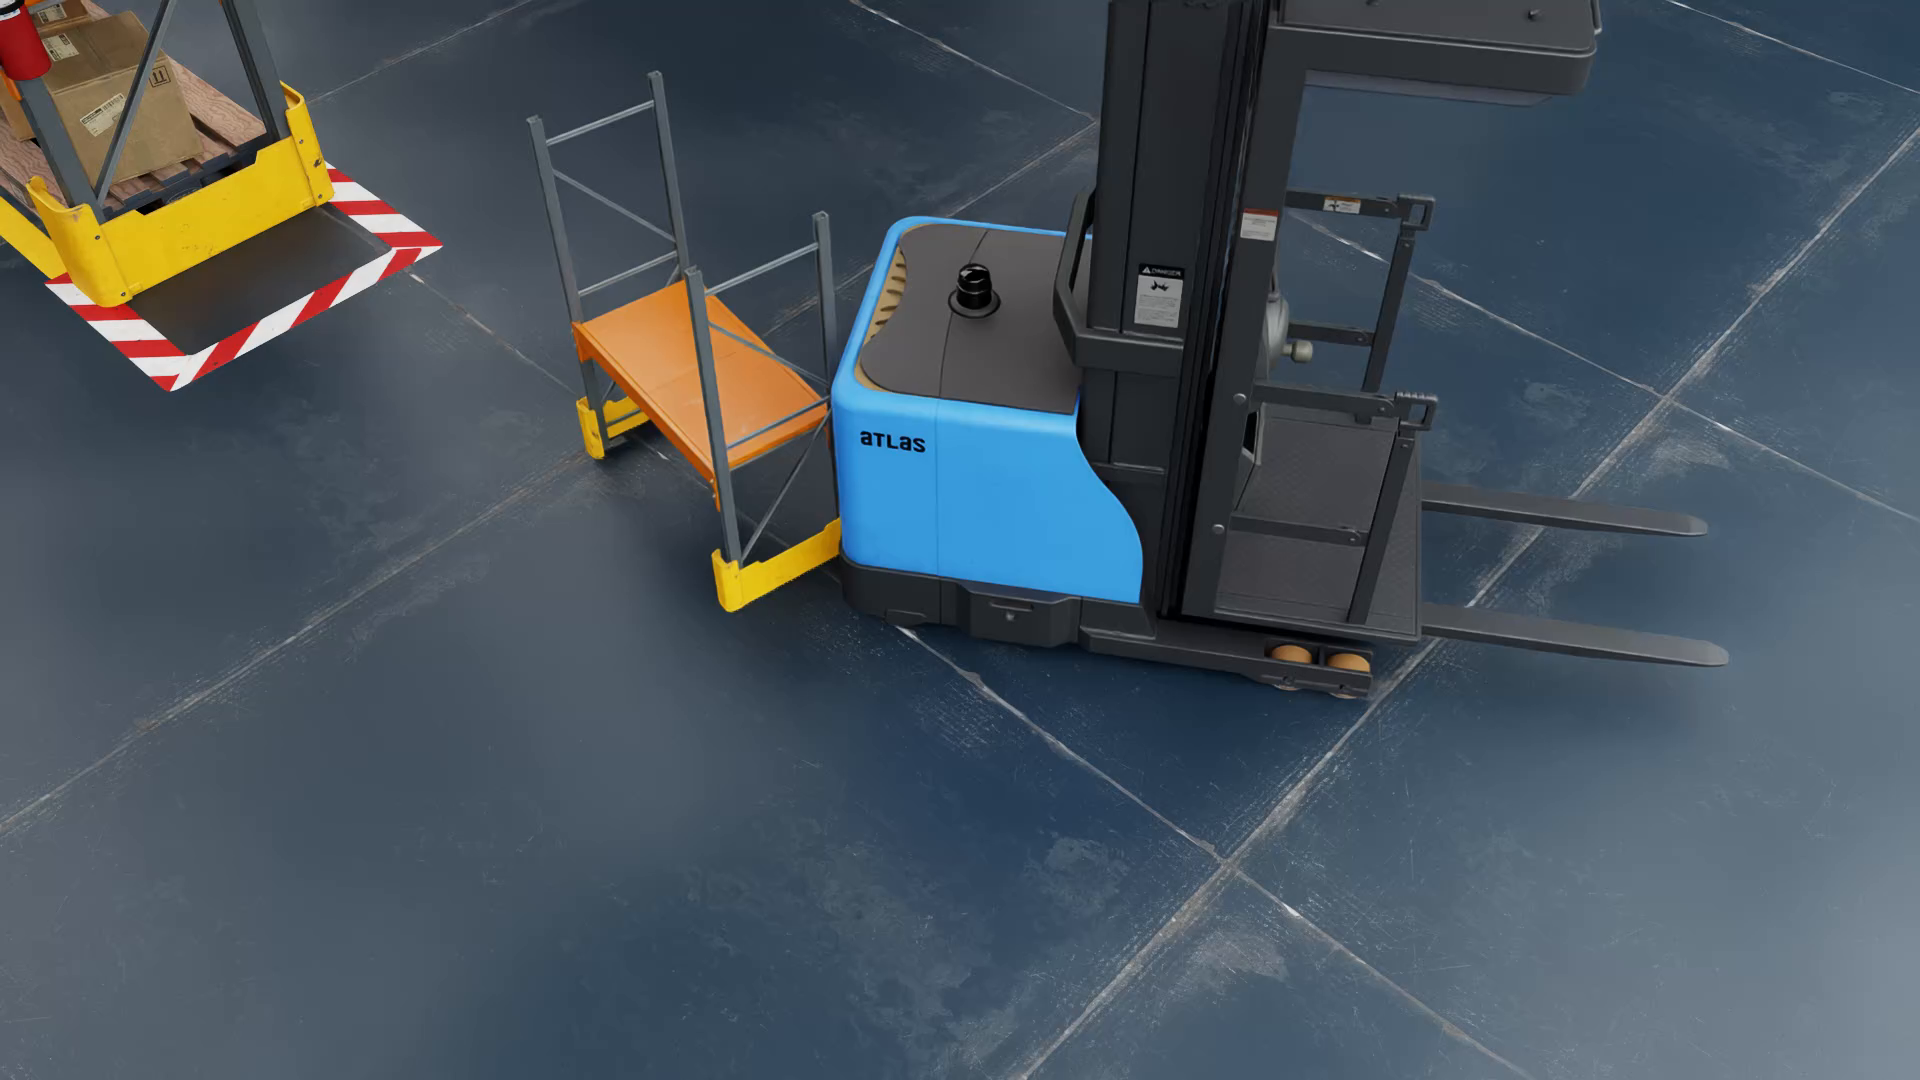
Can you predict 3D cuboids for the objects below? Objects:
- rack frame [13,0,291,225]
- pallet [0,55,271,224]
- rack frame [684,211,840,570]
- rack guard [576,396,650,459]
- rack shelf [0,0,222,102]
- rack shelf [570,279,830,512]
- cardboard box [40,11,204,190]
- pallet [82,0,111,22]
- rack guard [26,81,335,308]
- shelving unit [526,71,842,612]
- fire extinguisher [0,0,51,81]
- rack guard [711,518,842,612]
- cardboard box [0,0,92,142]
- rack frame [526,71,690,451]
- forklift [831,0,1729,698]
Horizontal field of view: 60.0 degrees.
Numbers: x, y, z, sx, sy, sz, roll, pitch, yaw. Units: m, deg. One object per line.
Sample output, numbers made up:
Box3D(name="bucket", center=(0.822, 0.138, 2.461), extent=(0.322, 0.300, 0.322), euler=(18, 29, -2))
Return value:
Box3D(name="rack frame", center=(-3.361, -2.372, 6.420), extent=(0.127, 3.000, 1.000), euler=(34, 55, 28))
Box3D(name="pallet", center=(-3.989, -1.876, 7.867), extent=(1.213, 0.211, 1.003), euler=(34, 55, 28))
Box3D(name="rack frame", center=(-0.614, -0.389, 5.586), extent=(0.500, 1.500, 0.032), euler=(-29, 53, -24))
Box3D(name="rack guard", center=(-1.227, -0.551, 6.595), extent=(0.587, 0.250, 0.087), euler=(-29, 53, -24))
Box3D(name="rack shelf", center=(-4.830, -3.115, 7.611), extent=(4.000, 0.370, 1.077), euler=(34, 55, 28))
Box3D(name="rack shelf", center=(-0.921, -0.561, 5.994), extent=(0.538, 0.185, 1.000), euler=(-29, 53, -24))
Box3D(name="cardboard box", center=(-3.808, -1.978, 7.476), extent=(0.500, 0.500, 0.500), euler=(-28, 53, -24))
Box3D(name="pallet", center=(-4.882, -2.479, 8.433), extent=(1.213, 0.211, 1.003), euler=(34, 55, 28))
Box3D(name="rack guard", center=(-3.416, -1.554, 7.366), extent=(0.348, 0.500, 1.175), euler=(34, 55, 28))
Box3D(name="shelving unit", center=(-0.926, -0.689, 5.868), extent=(0.587, 1.500, 1.083), euler=(-29, 53, -24))
Box3D(name="fire extinguisher", center=(-3.589, -2.042, 6.163), extent=(0.183, 0.674, 0.296), euler=(34, 55, 28))
Box3D(name="rack guard", center=(-0.625, 0.028, 6.052), extent=(0.587, 0.250, 0.087), euler=(-29, 53, -24))
Box3D(name="cardboard box", center=(-4.271, -2.255, 7.737), extent=(0.500, 0.500, 0.500), euler=(-25, 52, -21))
Box3D(name="rack frame", center=(-1.228, -0.979, 6.141), extent=(0.500, 1.500, 0.032), euler=(-29, 53, -24))
Box3D(name="forklift", center=(1.144, -0.880, 5.066), extent=(3.031, 2.935, 1.130), euler=(8, 47, 7))
